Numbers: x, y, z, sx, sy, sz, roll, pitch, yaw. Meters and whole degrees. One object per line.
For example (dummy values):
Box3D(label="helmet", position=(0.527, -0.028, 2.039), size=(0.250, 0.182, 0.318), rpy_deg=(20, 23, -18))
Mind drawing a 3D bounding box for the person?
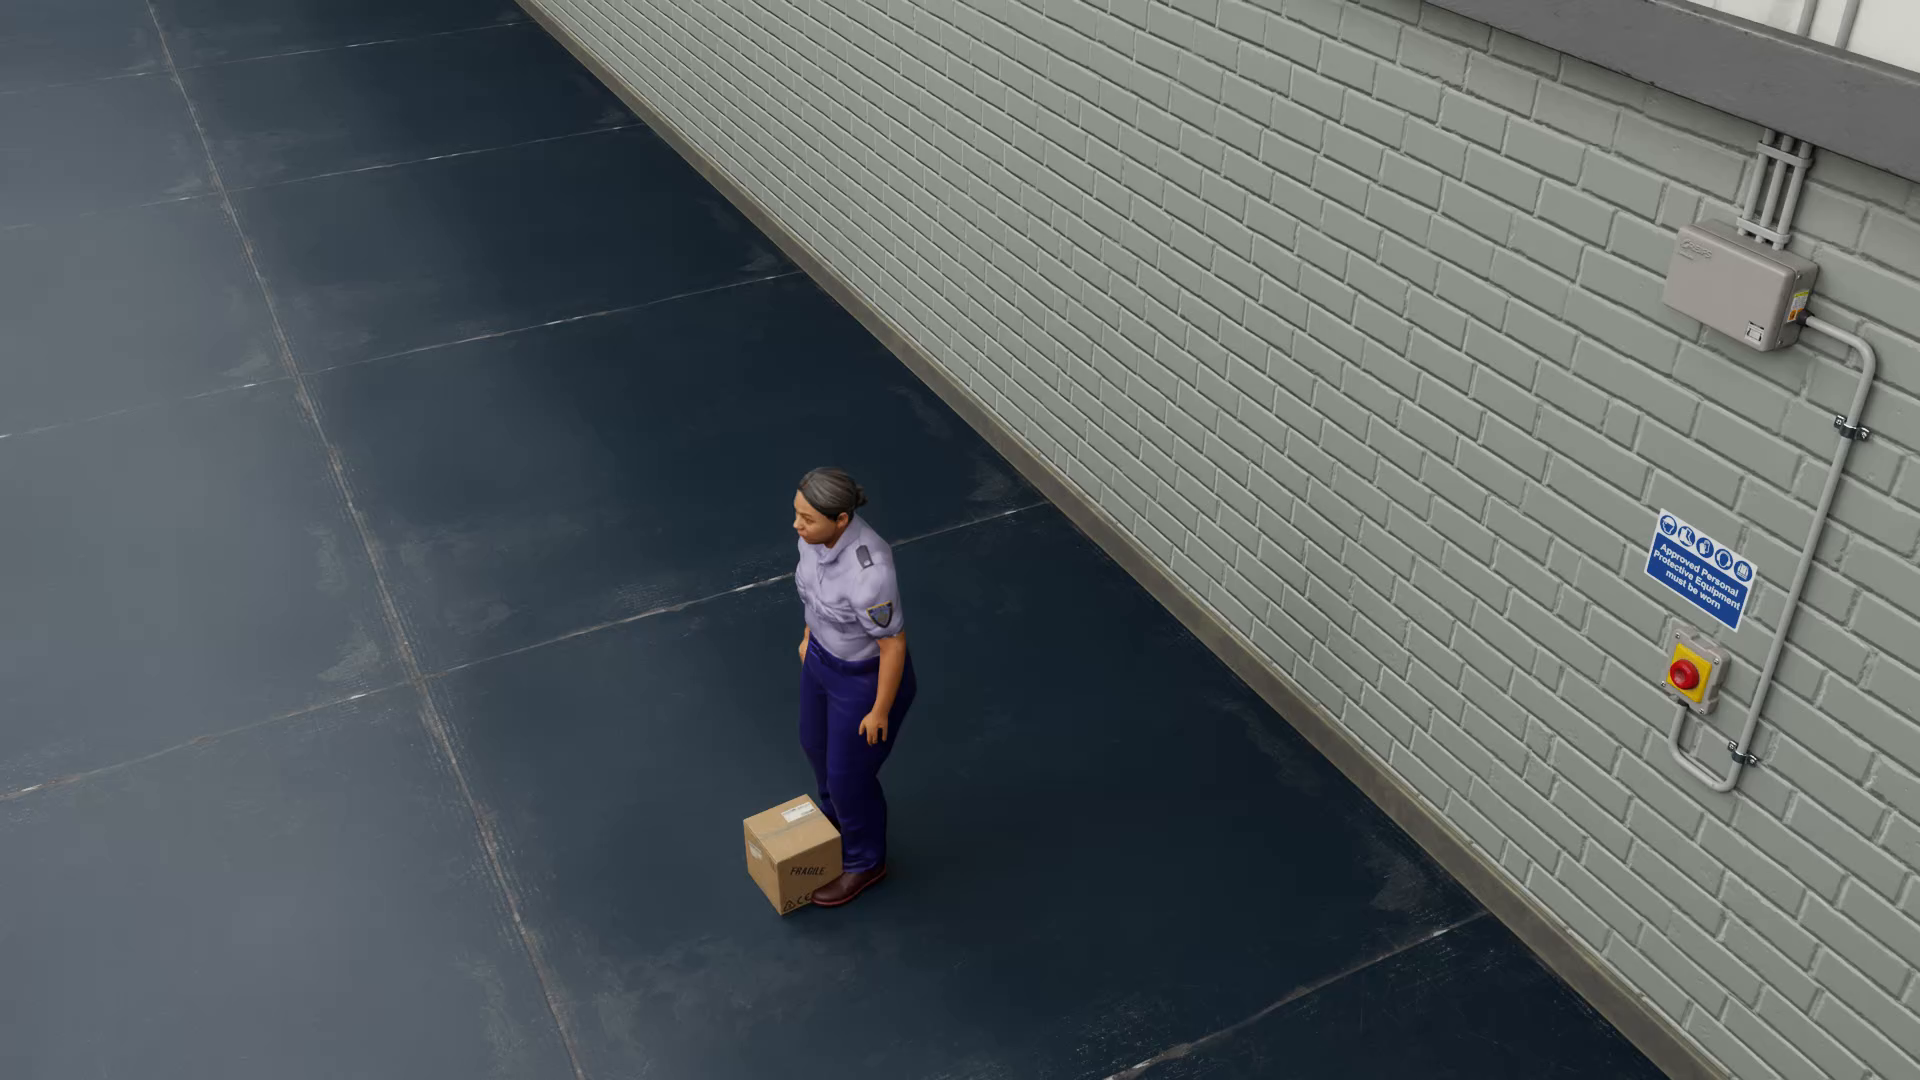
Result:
Box3D(label="person", position=(-0.406, 0.455, 5.453), size=(0.392, 1.651, 0.557), rpy_deg=(-18, 37, -26))
